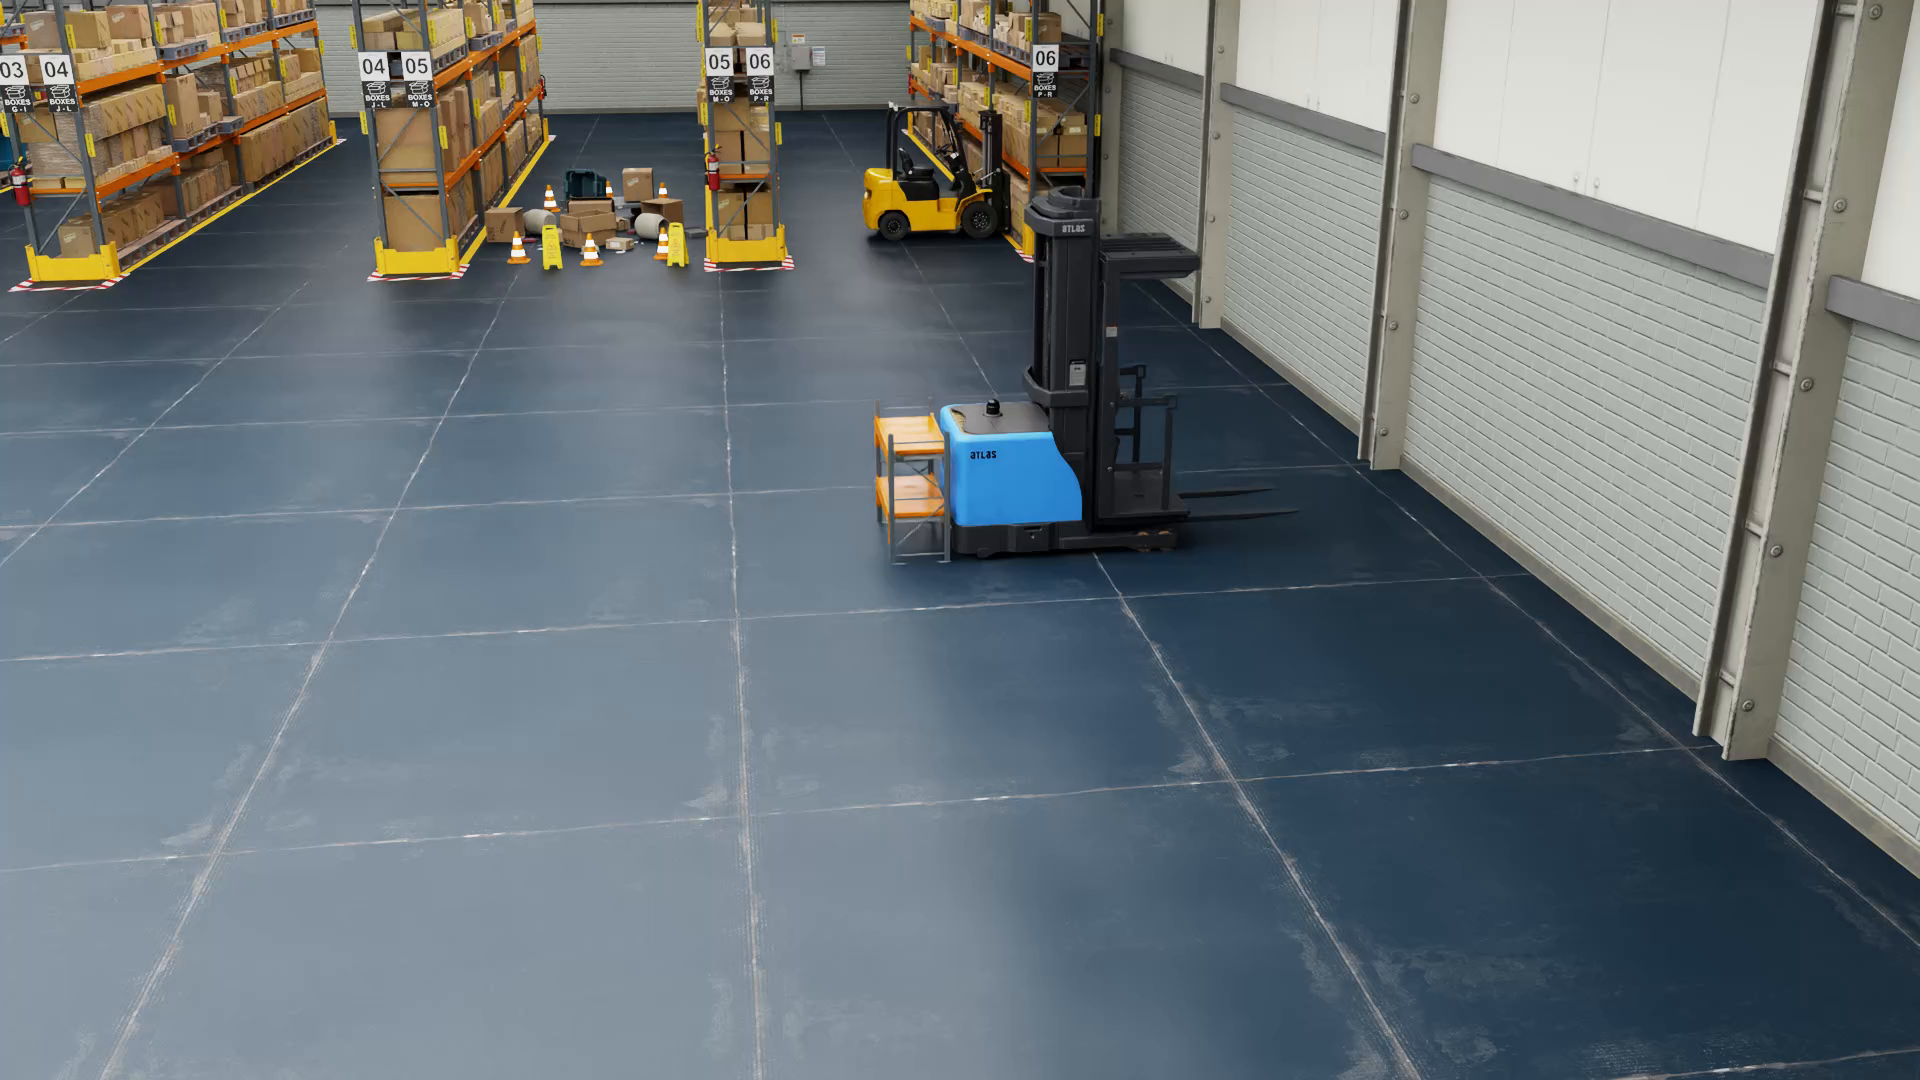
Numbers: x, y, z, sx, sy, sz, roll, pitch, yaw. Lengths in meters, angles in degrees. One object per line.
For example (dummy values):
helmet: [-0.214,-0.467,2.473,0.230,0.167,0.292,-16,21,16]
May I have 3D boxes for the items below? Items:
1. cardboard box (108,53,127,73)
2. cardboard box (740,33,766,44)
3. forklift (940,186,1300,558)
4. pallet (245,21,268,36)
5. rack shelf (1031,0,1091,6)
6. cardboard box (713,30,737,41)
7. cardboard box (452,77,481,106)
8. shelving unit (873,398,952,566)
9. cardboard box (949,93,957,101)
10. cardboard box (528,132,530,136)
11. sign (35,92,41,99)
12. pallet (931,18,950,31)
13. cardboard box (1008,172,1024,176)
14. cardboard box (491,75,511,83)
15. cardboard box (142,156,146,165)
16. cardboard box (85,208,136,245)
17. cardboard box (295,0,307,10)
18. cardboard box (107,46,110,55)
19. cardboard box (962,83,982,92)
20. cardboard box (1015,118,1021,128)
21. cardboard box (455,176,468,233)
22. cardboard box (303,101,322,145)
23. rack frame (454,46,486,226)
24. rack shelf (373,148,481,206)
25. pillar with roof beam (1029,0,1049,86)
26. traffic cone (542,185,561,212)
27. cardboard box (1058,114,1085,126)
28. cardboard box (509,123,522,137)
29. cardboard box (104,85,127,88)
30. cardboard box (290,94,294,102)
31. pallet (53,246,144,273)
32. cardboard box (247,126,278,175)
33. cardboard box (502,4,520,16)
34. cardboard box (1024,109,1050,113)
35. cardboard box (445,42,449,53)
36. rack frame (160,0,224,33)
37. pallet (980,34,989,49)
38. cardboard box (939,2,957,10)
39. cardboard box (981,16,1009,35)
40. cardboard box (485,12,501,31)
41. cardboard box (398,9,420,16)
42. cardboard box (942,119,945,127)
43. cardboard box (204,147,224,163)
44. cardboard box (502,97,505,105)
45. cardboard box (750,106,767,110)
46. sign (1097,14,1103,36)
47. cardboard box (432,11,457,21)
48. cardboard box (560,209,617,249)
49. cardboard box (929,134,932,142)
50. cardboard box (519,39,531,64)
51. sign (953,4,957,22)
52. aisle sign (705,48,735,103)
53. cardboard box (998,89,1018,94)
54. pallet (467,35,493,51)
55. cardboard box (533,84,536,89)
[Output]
cardboard box: [-13.164,-7.321,25.533,0.500,0.250,0.500,-2,21,-6]
cardboard box: [-3.193,-7.747,25.677,0.380,0.149,0.250,-3,21,-8]
forklift: [1.380,-1.449,13.981,3.031,2.935,1.130,-3,21,-8]
pallet: [-14.671,-10.432,33.921,0.805,0.209,1.217,-4,21,-10]
rack shelf: [1.307,-9.007,27.143,1.077,0.370,4.000,-3,21,-8]
cardboard box: [-3.737,-7.986,26.317,0.380,0.149,0.250,-4,21,-9]
cardboard box: [-9.074,-8.091,30.096,0.700,0.500,0.500,-3,21,-8]
shelving unit: [-0.408,-0.510,14.047,0.538,1.125,1.048,-3,21,-8]
cardboard box: [-0.032,-9.085,34.087,0.380,0.149,0.250,-3,21,-7]
cardboard box: [-9.914,-9.144,37.536,0.380,0.149,0.250,-2,21,-5]
sign: [-19.209,-9.338,34.610,0.100,0.325,0.005,-3,21,-8]
pallet: [0.043,-10.912,35.200,1.213,0.211,1.003,-3,21,-8]
cardboard box: [0.993,-6.075,28.170,0.500,0.250,0.500,-3,21,-9]
cardboard box: [-9.566,-9.602,34.620,0.380,0.149,0.250,-3,21,-8]
cardboard box: [-13.246,-6.049,26.558,0.380,0.149,0.250,-3,21,-8]
cardboard box: [-13.388,-4.942,26.208,0.500,0.500,0.500,-1,21,-3]
cardboard box: [-15.301,-12.335,37.855,0.700,0.500,0.500,-4,21,-11]
cardboard box: [-13.169,-7.441,25.284,0.380,0.149,0.250,-3,21,-8]
cardboard box: [0.236,-8.931,32.846,0.380,0.149,0.250,-2,21,-7]
cardboard box: [1.115,-6.841,27.250,0.380,0.149,0.250,-4,21,-10]
cardboard box: [-8.621,-5.545,27.286,0.875,0.875,0.875,-3,21,-7]
cardboard box: [-15.126,-9.485,37.835,0.875,0.875,0.875,-3,21,-8]
rack frame: [-8.776,-6.877,28.415,1.000,3.000,0.127,-3,21,-8]
rack shelf: [-8.488,-5.847,26.687,1.077,0.370,4.000,-3,21,-8]
pillar with roof beam: [-2.738,-10.985,30.841,9.100,9.000,0.400,-3,21,-8]
traffic cone: [-7.475,-6.229,30.306,0.336,0.463,0.334,-3,21,-8]
cardboard box: [1.758,-6.645,26.300,0.380,0.149,0.250,-3,21,-9]
cardboard box: [-9.511,-8.600,34.929,0.500,0.250,0.500,-2,21,-5]
cardboard box: [-13.886,-7.148,27.143,0.500,0.500,0.500,-3,21,-8]
cardboard box: [-14.604,-9.524,35.862,0.380,0.149,0.250,-4,21,-10]
pallet: [-13.216,-4.280,25.447,1.003,0.211,1.213,-3,21,-8]
cardboard box: [-14.476,-7.797,33.315,1.225,0.875,0.875,-3,21,-8]
cardboard box: [-9.762,-11.394,35.724,0.500,0.250,0.500,-2,21,-6]
cardboard box: [1.242,-6.895,26.968,0.380,0.149,0.250,-3,21,-7]
cardboard box: [-8.114,-7.595,25.666,0.380,0.149,0.250,-3,21,-8]
rack frame: [-14.276,-10.857,30.497,1.000,3.000,0.127,-3,21,-8]
pallet: [0.879,-9.033,30.176,0.805,0.209,1.217,-4,21,-10]
cardboard box: [-0.245,-11.198,34.887,0.380,0.149,0.250,-3,21,-7]
cardboard box: [0.673,-9.258,29.889,0.500,0.311,0.500,-4,21,-9]
cardboard box: [-9.172,-9.925,32.146,0.500,0.500,0.500,-3,21,-8]
cardboard box: [-9.060,-8.638,27.321,0.380,0.149,0.250,-3,21,-7]
cardboard box: [-0.181,-9.195,36.666,0.380,0.149,0.250,-4,21,-11]
cardboard box: [-14.150,-7.202,31.159,0.500,0.250,0.500,-2,21,-6]
cardboard box: [-9.336,-8.785,33.284,0.380,0.149,0.250,-2,21,-5]
cardboard box: [-3.582,-7.206,28.729,0.500,0.500,0.500,-3,21,-9]
sign: [2.145,-7.906,25.521,0.100,0.325,0.005,-3,21,-8]
cardboard box: [-8.301,-8.410,26.709,0.380,0.149,0.250,-3,21,-7]
cardboard box: [-6.075,-5.087,27.192,0.637,0.503,0.797,17,27,39]
cardboard box: [-0.505,-9.222,38.169,0.380,0.149,0.250,-4,21,-9]
cardboard box: [-9.958,-11.002,37.464,0.500,0.500,0.500,-4,21,-10]
sign: [-0.095,-10.419,32.872,0.100,0.325,0.005,-3,21,-8]
aisle sign: [-3.594,-6.958,24.918,0.394,0.787,0.004,-3,21,-8]
cardboard box: [0.930,-8.516,31.733,0.380,0.149,0.250,-2,21,-6]
pallet: [-9.044,-8.971,30.005,1.003,0.211,1.213,-2,21,-5]
cardboard box: [-10.070,-10.554,38.620,0.380,0.149,0.250,-2,21,-6]
